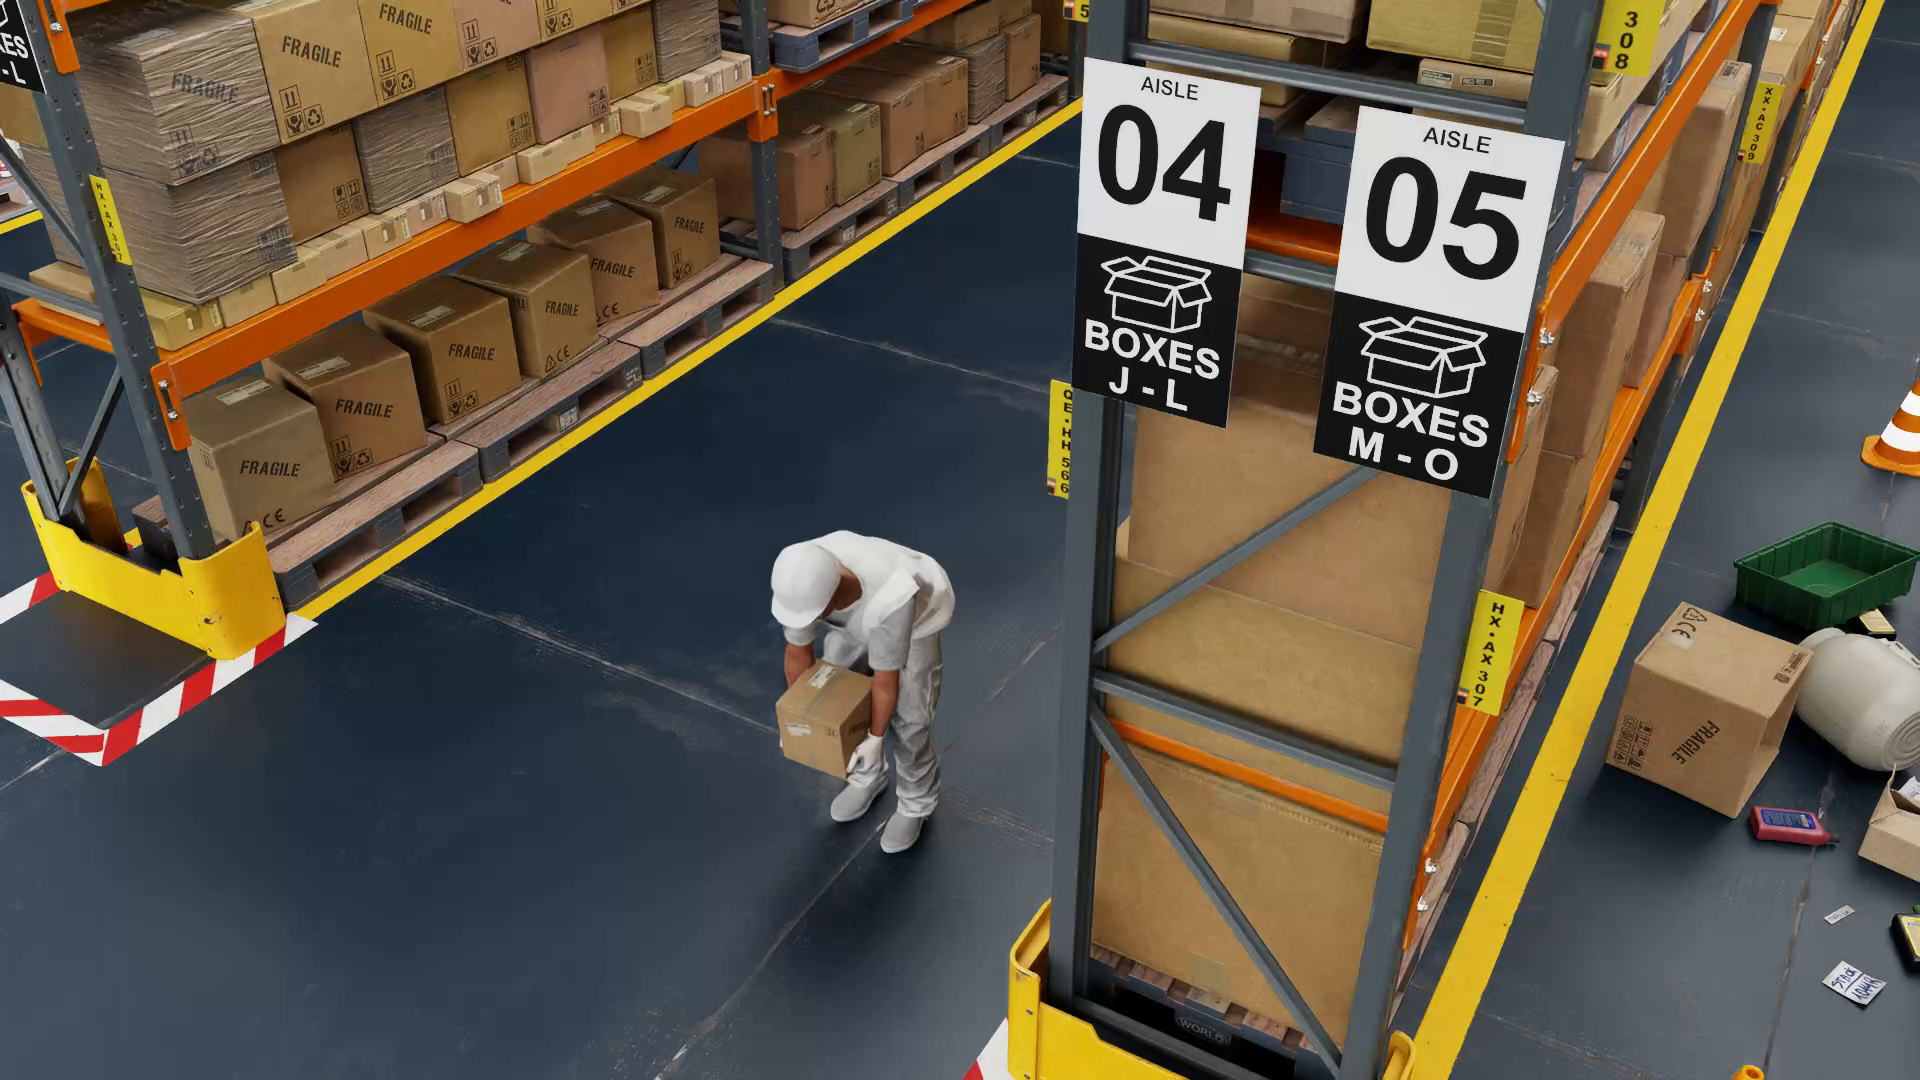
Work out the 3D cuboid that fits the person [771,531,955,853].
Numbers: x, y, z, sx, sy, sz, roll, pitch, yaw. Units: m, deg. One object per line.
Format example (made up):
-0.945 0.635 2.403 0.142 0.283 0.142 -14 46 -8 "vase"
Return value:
-0.337 0.482 5.671 0.494 1.484 0.854 17 37 23 "person"
